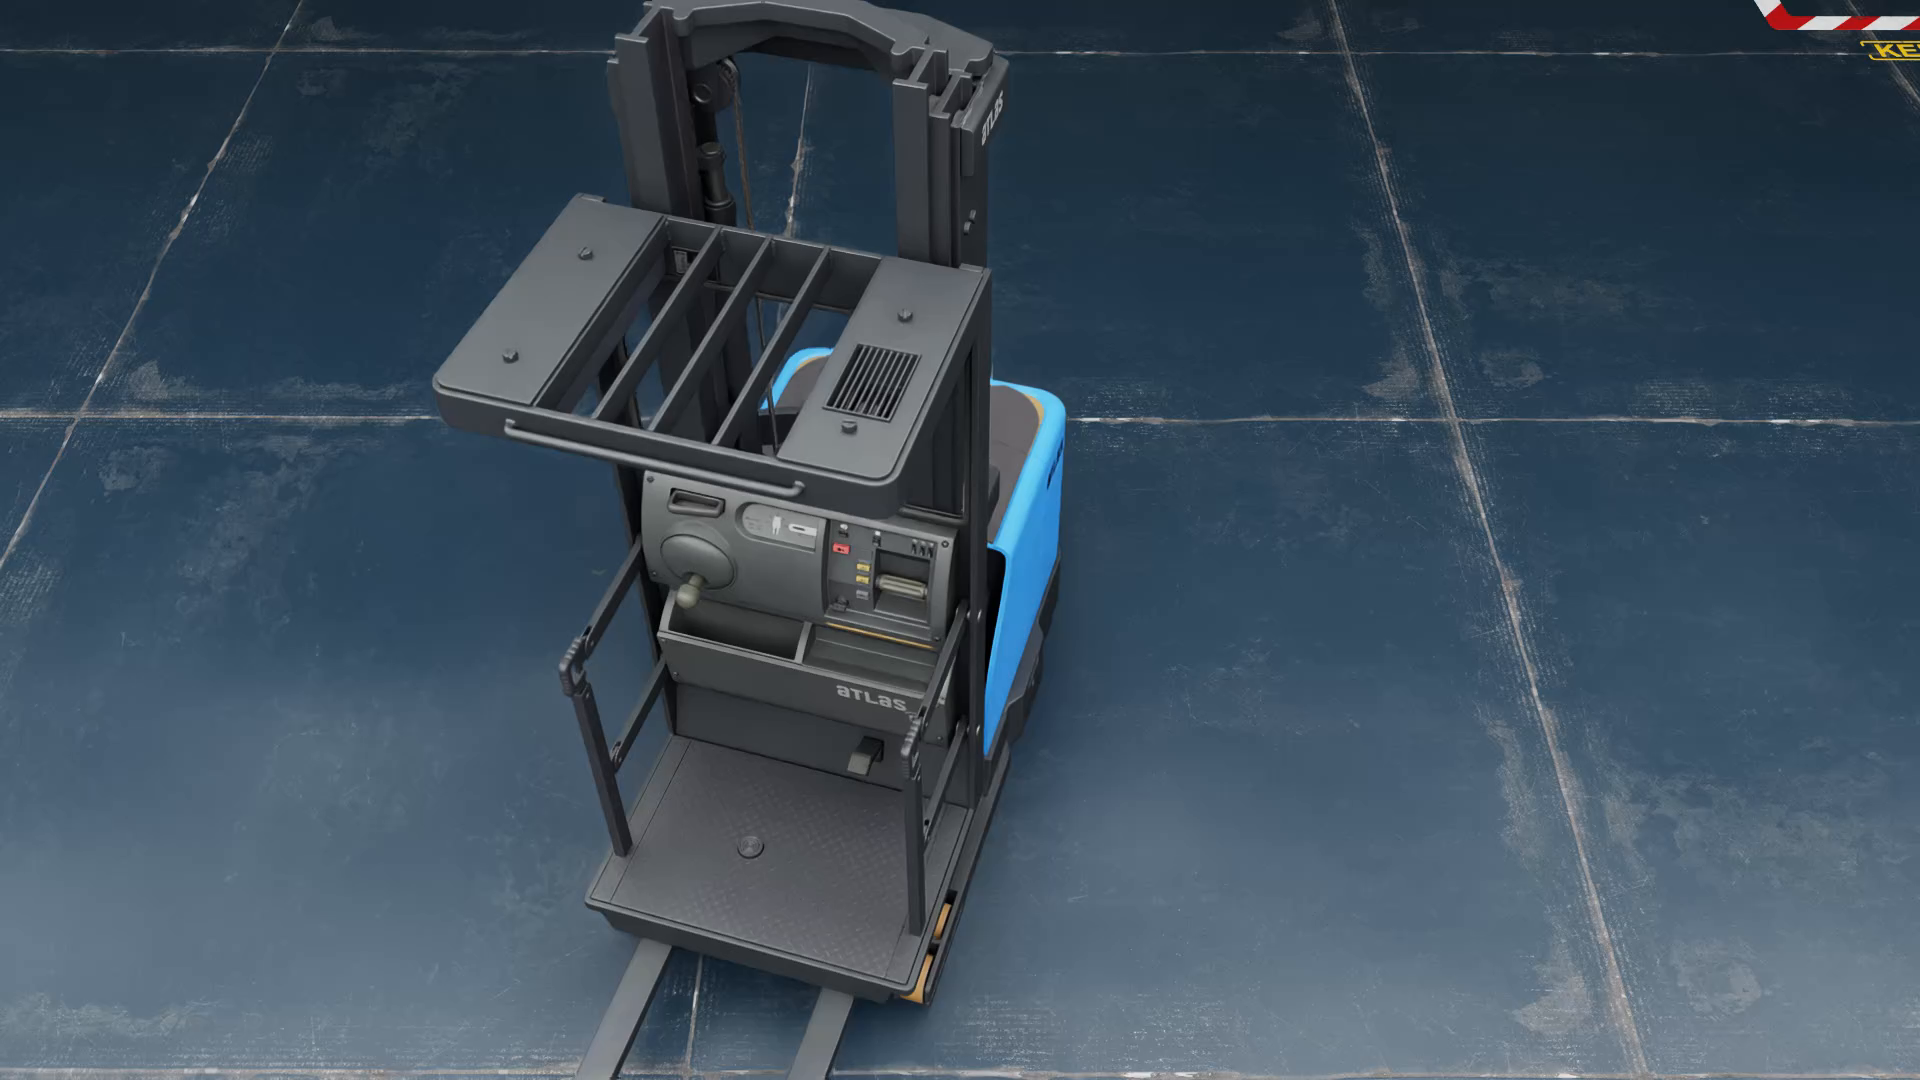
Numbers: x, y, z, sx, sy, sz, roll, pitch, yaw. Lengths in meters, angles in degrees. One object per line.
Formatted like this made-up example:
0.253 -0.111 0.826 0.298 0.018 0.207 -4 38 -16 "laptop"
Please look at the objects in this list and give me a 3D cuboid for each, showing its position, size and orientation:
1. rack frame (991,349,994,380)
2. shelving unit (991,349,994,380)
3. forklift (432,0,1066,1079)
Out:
0.116 -0.314 6.427 0.006 0.900 0.240 2 47 2 "rack frame"
0.015 -0.318 6.431 0.210 0.900 0.258 2 47 2 "shelving unit"
-0.529 0.156 4.602 1.130 2.935 3.031 12 48 11 "forklift"
